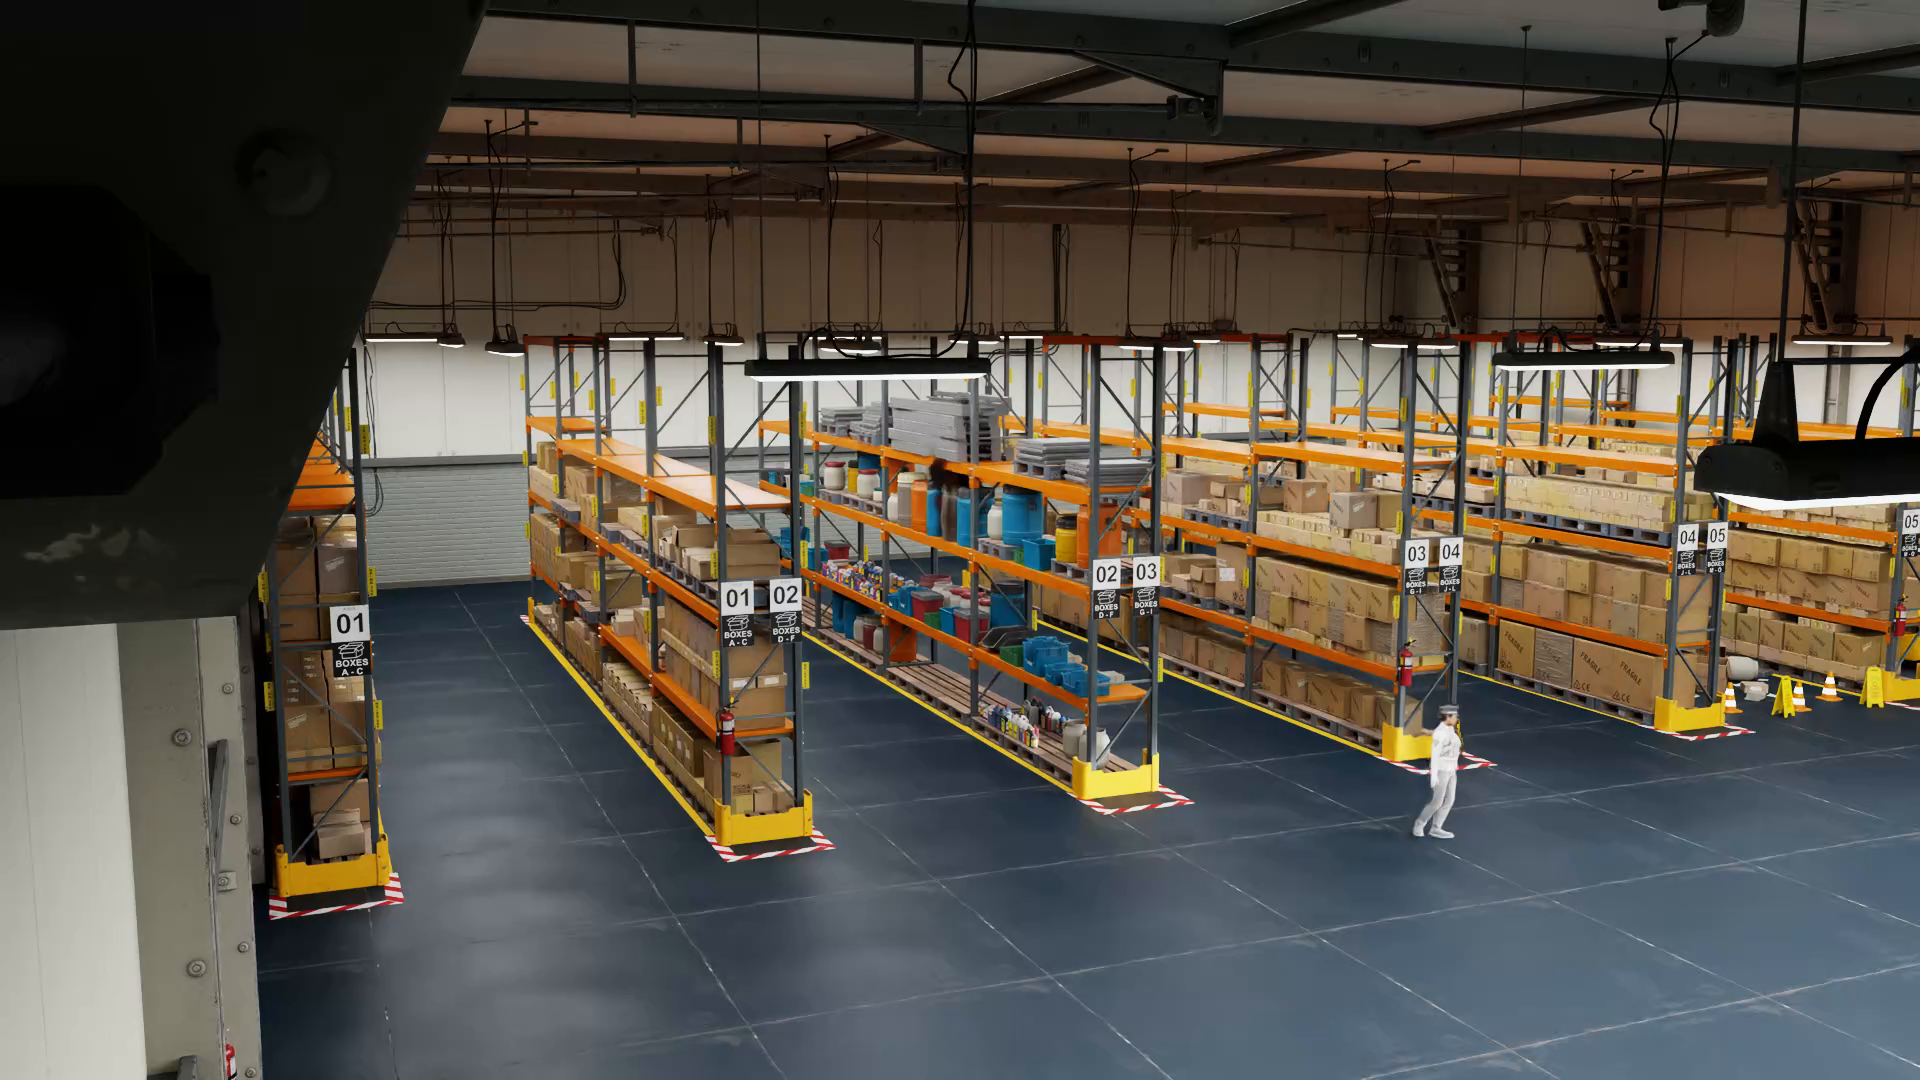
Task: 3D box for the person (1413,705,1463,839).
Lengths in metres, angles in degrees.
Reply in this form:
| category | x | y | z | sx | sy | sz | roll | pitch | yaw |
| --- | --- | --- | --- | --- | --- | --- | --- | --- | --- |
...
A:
| category | x | y | z | sx | sy | sz | roll | pitch | yaw |
| --- | --- | --- | --- | --- | --- | --- | --- | --- | --- |
| person | 5.826 | 2.827 | 20.299 | 0.476 | 1.651 | 0.591 | 6 | 9 | 37 |

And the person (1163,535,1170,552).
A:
| category | x | y | z | sx | sy | sz | roll | pitch | yaw |
| --- | --- | --- | --- | --- | --- | --- | --- | --- | --- |
| person | 5.179 | -0.011 | 41.875 | 0.602 | 1.574 | 0.537 | -4 | 9 | -27 |
